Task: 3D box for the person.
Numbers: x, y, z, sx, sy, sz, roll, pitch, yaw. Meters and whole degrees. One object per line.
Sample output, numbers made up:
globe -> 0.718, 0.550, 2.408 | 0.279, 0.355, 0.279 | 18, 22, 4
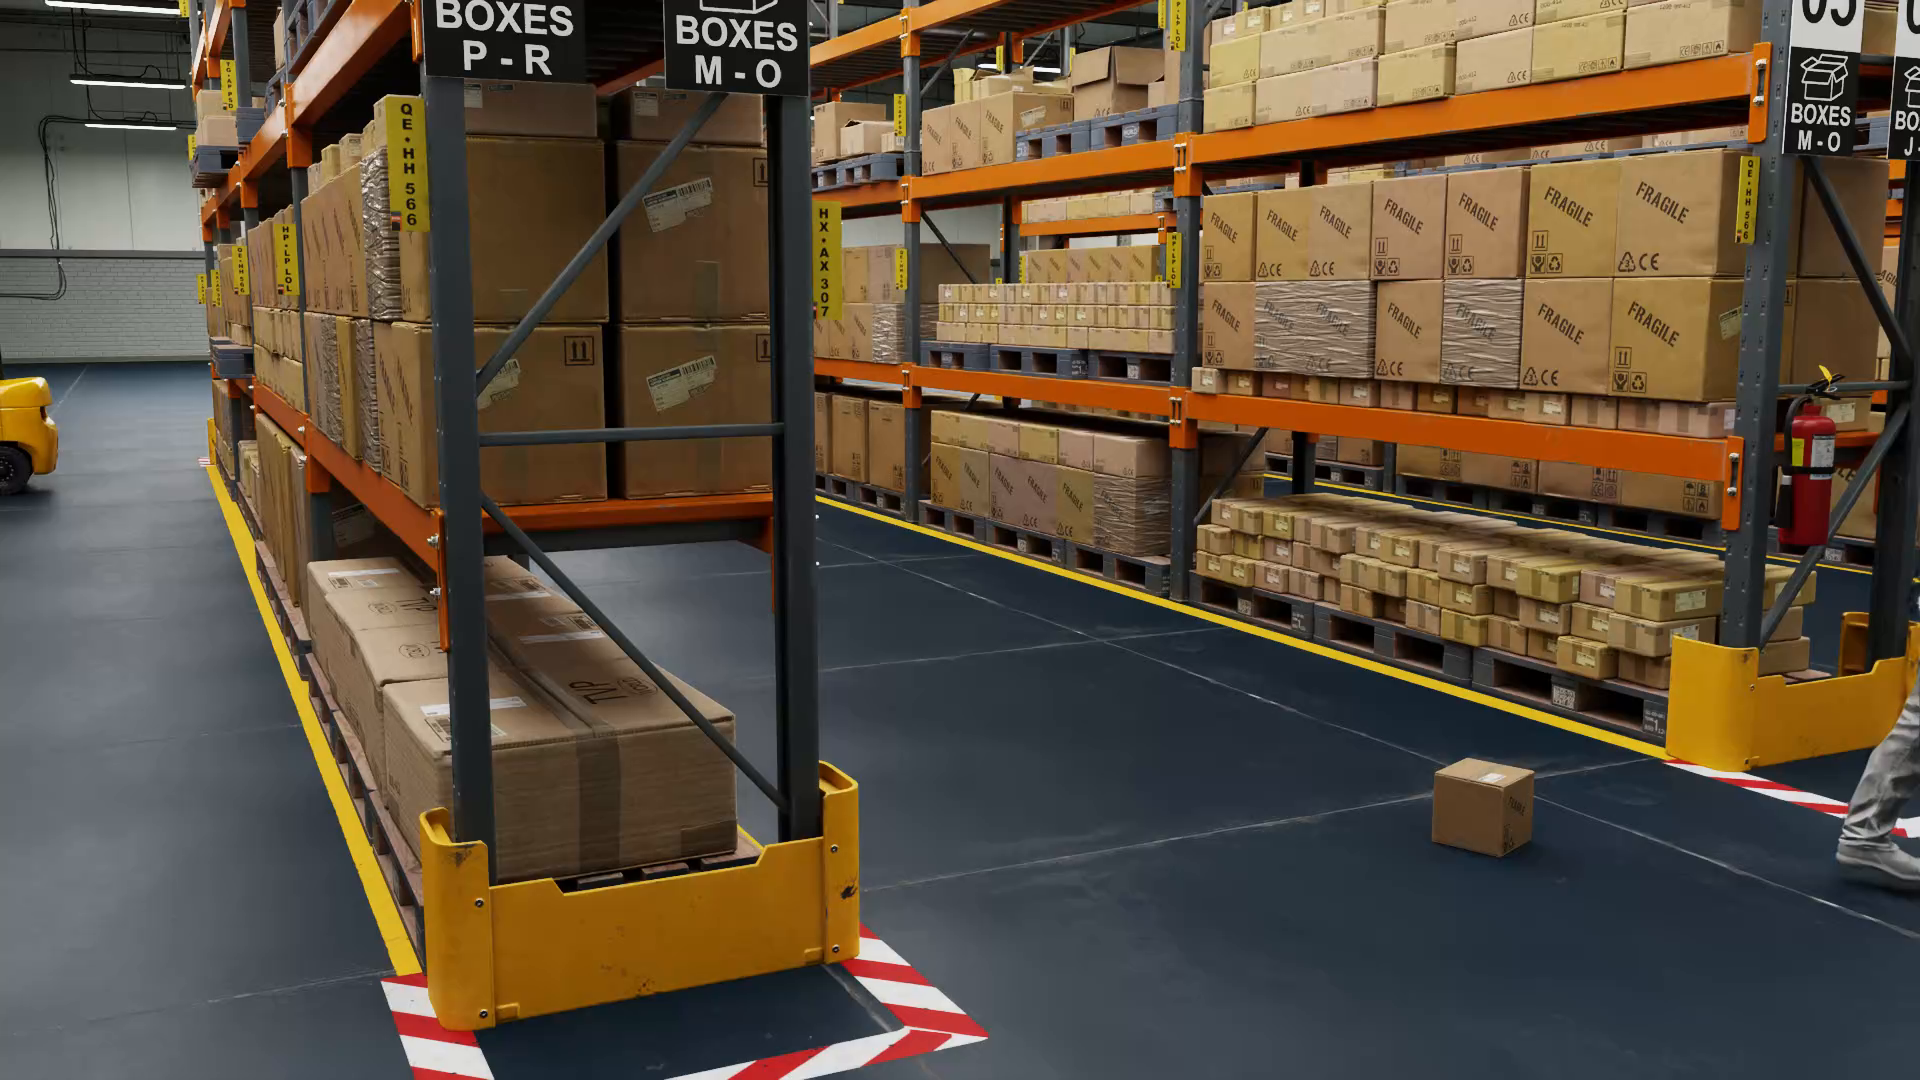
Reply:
person -> 3.225, 0.239, 5.093 | 0.850, 1.779, 0.591 | 5, 10, 30
